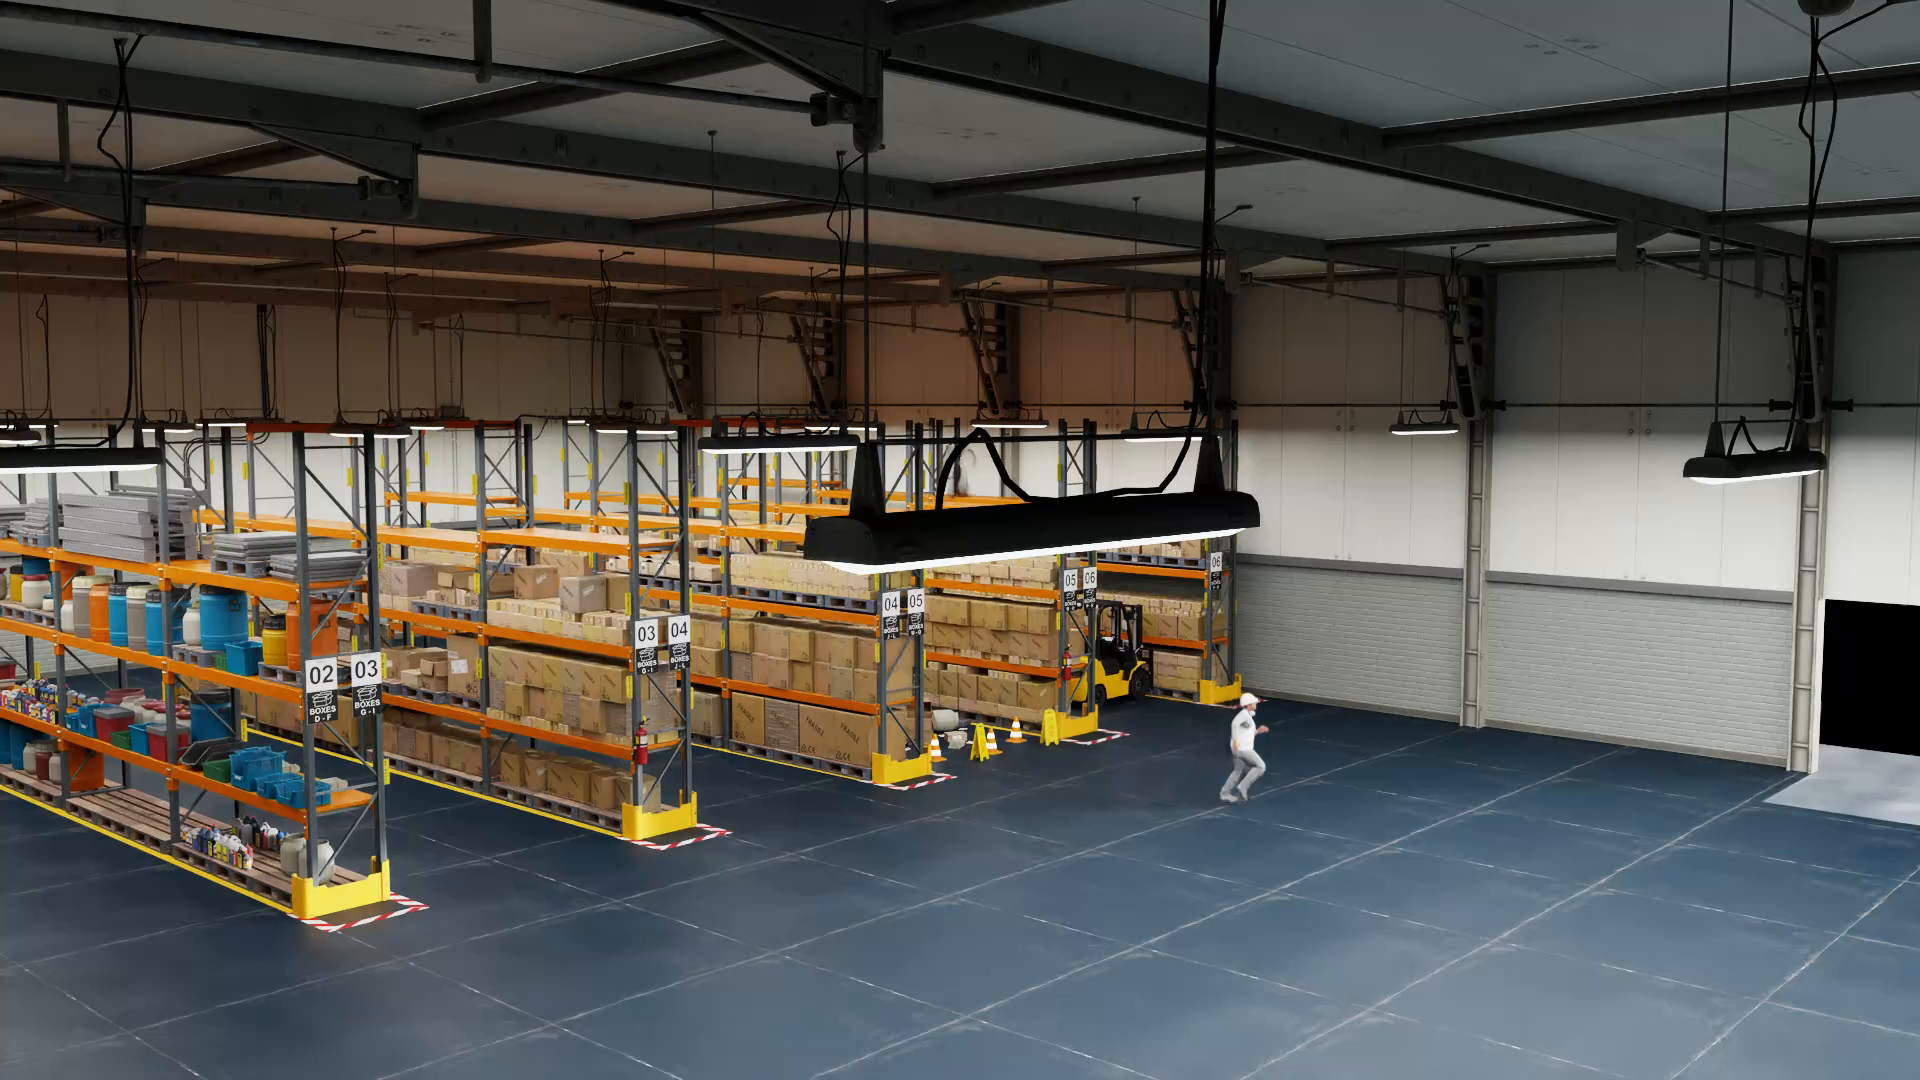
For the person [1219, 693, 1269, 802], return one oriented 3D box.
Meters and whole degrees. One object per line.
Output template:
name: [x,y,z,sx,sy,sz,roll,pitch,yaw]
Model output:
person: [4.508,3.290,26.334,0.782,1.725,0.688,0,5,3]
